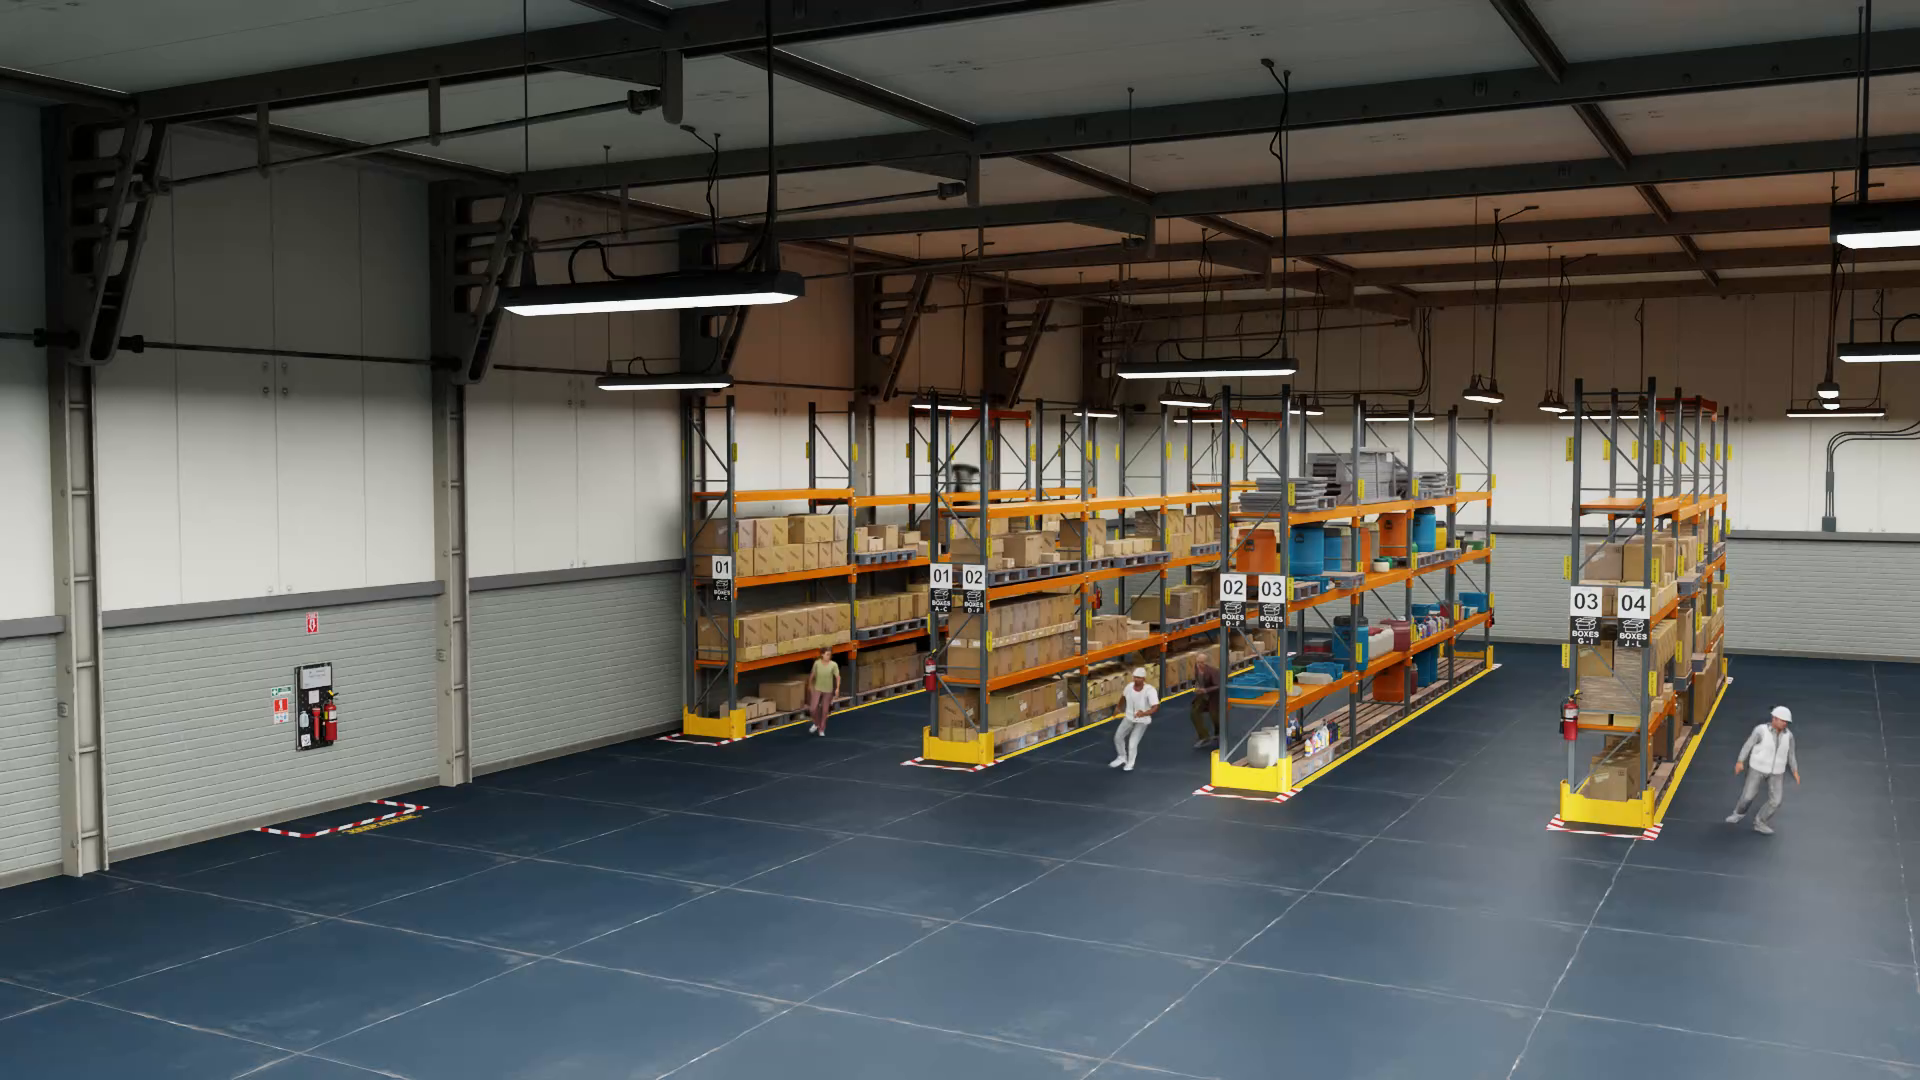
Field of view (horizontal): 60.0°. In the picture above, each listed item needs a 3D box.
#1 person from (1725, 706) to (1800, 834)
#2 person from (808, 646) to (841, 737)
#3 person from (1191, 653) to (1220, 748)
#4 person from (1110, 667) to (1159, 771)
[{"bbox_3d":[10.553,2.996,21.839,0.802,1.695,0.685,0,3,3],"label":"person"},{"bbox_3d":[-2.384,2.654,29.169,0.584,1.627,0.558,0,3,-4],"label":"person"},{"bbox_3d":[4.256,2.693,28.248,0.710,1.605,1.186,2,4,39],"label":"person"},{"bbox_3d":[2.698,2.810,25.993,0.891,1.657,0.674,2,3,28],"label":"person"}]
